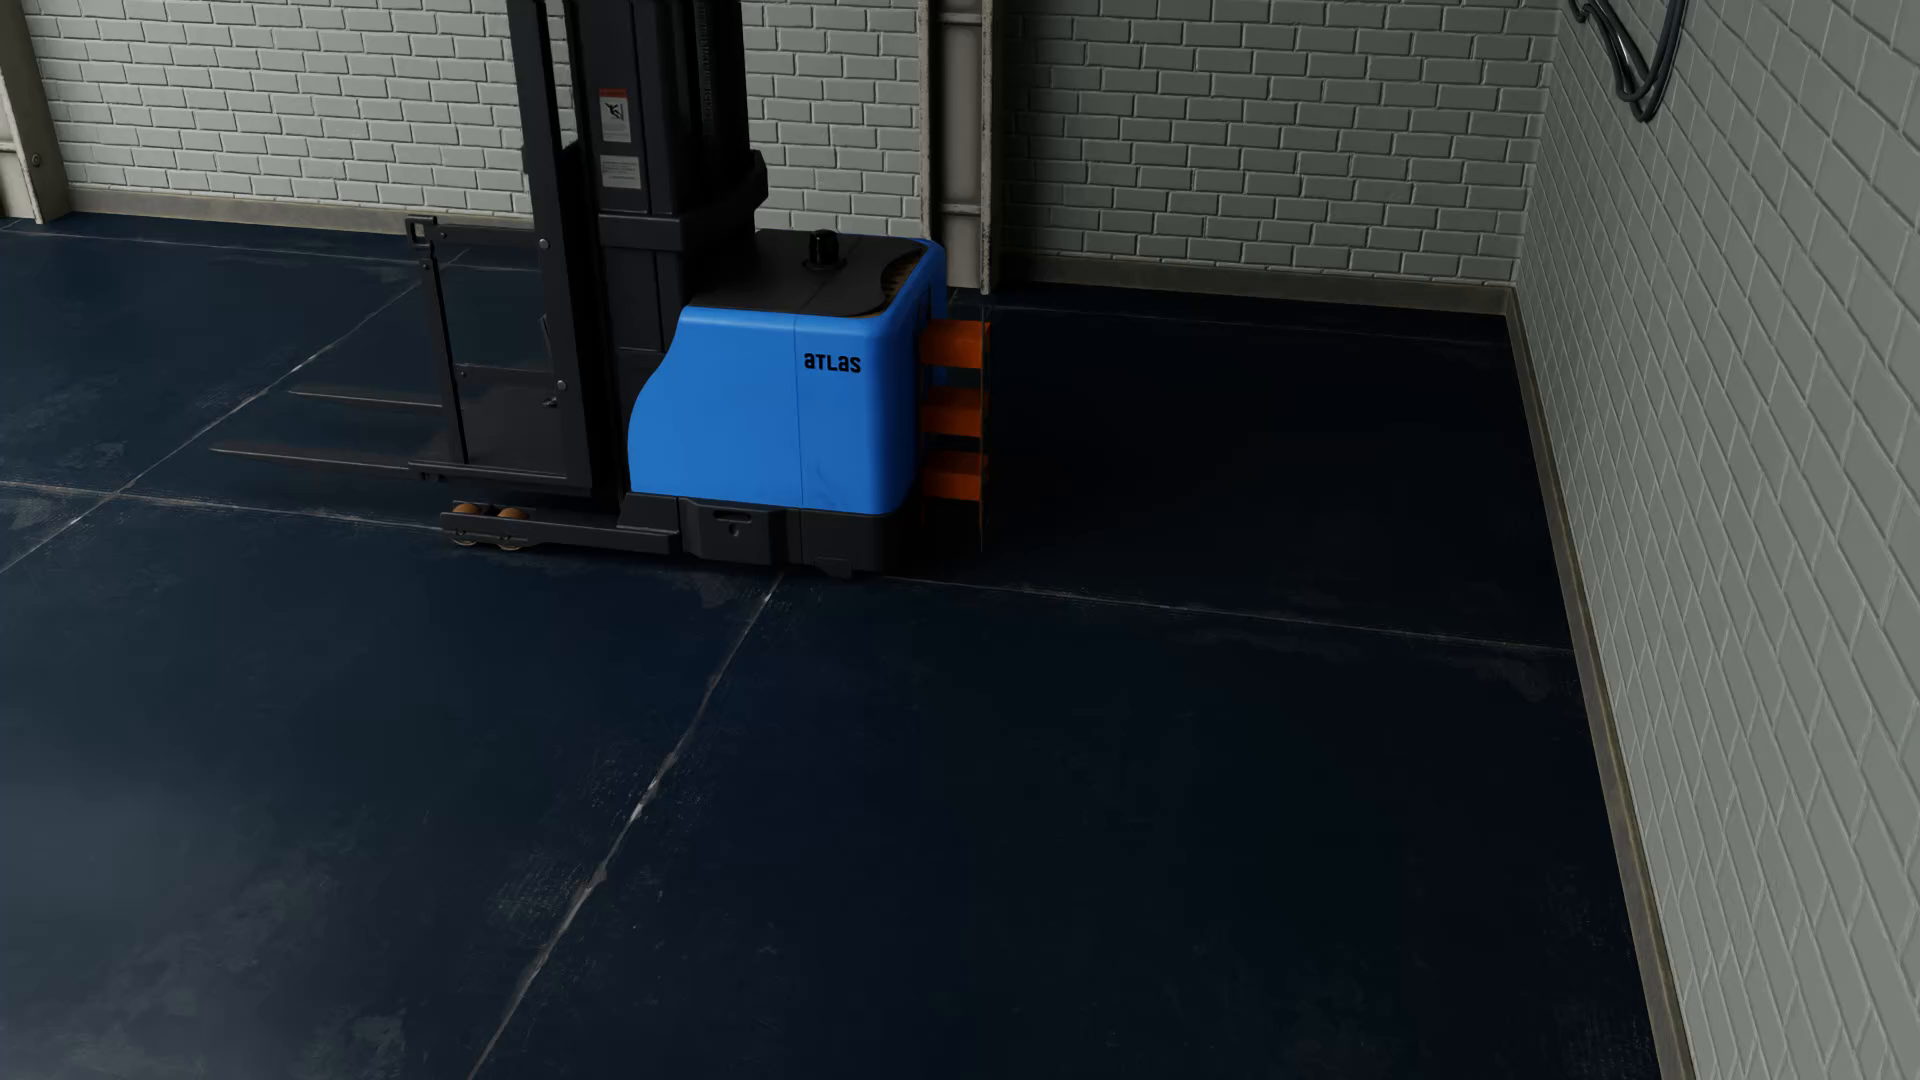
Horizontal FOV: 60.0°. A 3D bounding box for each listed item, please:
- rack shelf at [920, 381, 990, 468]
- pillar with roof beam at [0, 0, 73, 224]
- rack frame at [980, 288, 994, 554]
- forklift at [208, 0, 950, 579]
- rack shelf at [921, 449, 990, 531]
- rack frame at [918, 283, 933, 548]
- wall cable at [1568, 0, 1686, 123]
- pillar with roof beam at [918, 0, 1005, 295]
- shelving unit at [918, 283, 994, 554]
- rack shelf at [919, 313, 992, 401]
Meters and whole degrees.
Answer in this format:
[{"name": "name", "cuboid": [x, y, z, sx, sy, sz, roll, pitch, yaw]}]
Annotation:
[{"name": "rack shelf", "cuboid": [-0.015, -0.453, 6.506, 0.240, 0.259, 0.215, 6, 29, 10]}, {"name": "pillar with roof beam", "cuboid": [-6.758, -3.981, 4.650, 0.400, 9.000, 9.100, 6, 29, 11]}, {"name": "rack frame", "cuboid": [0.105, -0.450, 6.479, 0.008, 1.050, 0.200, 6, 29, 10]}, {"name": "forklift", "cuboid": [-1.613, -1.484, 6.408, 3.031, 2.935, 1.130, 6, 29, 10]}, {"name": "rack shelf", "cuboid": [-0.015, -0.209, 6.640, 0.240, 0.259, 0.215, 6, 29, 10]}, {"name": "rack frame", "cuboid": [-0.134, -0.474, 6.523, 0.008, 1.050, 0.200, 6, 29, 10]}, {"name": "wall cable", "cuboid": [2.614, -3.122, 6.316, 0.112, 2.526, 3.097, 6, 29, 11]}, {"name": "pillar with roof beam", "cuboid": [-0.890, -3.379, 3.551, 0.400, 9.000, 9.100, 6, 29, 11]}, {"name": "shelving unit", "cuboid": [-0.015, -0.462, 6.501, 0.252, 1.050, 0.215, 6, 29, 10]}, {"name": "rack shelf", "cuboid": [-0.015, -0.702, 6.370, 0.240, 0.259, 0.215, 6, 29, 10]}]
